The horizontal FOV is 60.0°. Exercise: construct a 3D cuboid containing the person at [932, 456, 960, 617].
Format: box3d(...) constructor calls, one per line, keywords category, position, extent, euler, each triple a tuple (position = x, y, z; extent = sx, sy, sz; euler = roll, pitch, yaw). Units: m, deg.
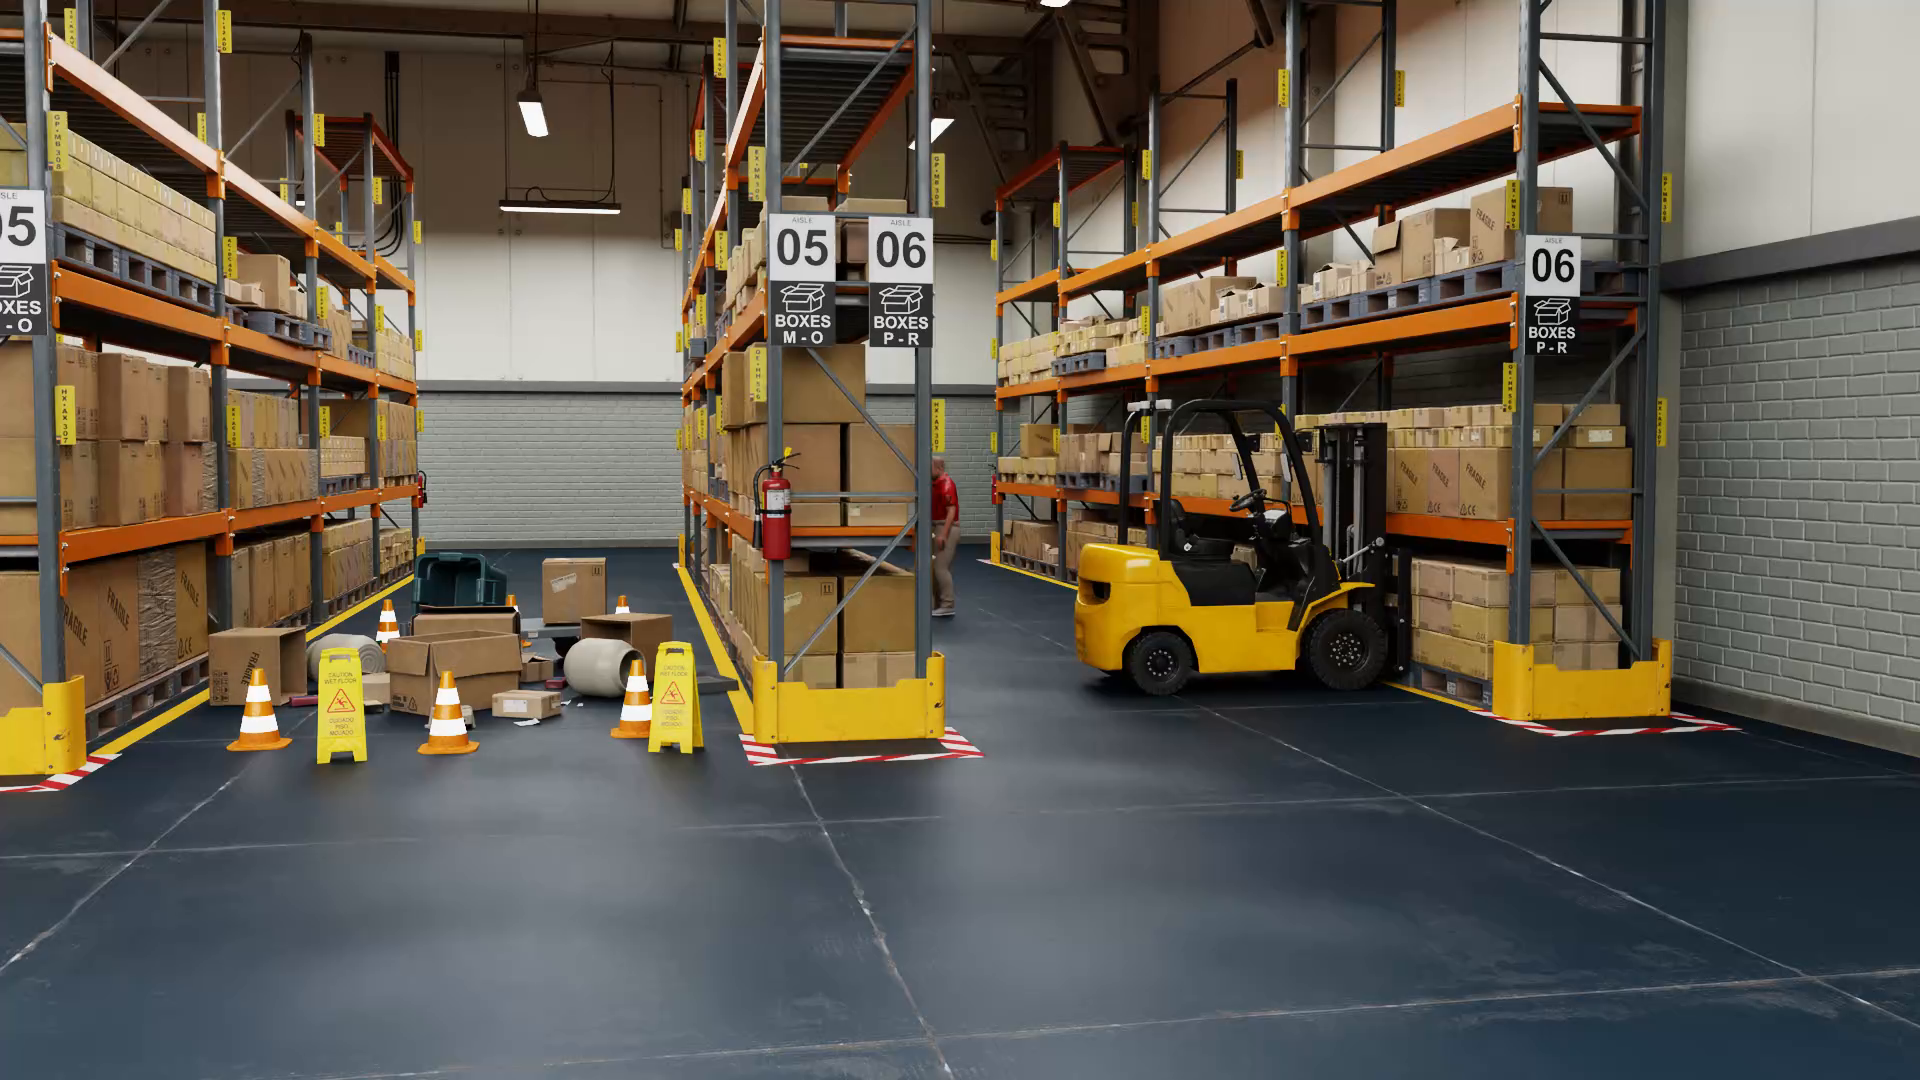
box3d(category="person", position=(-0.208, -0.045, 18.083), extent=(0.390, 1.727, 0.578), euler=(-1, 3, -13))
